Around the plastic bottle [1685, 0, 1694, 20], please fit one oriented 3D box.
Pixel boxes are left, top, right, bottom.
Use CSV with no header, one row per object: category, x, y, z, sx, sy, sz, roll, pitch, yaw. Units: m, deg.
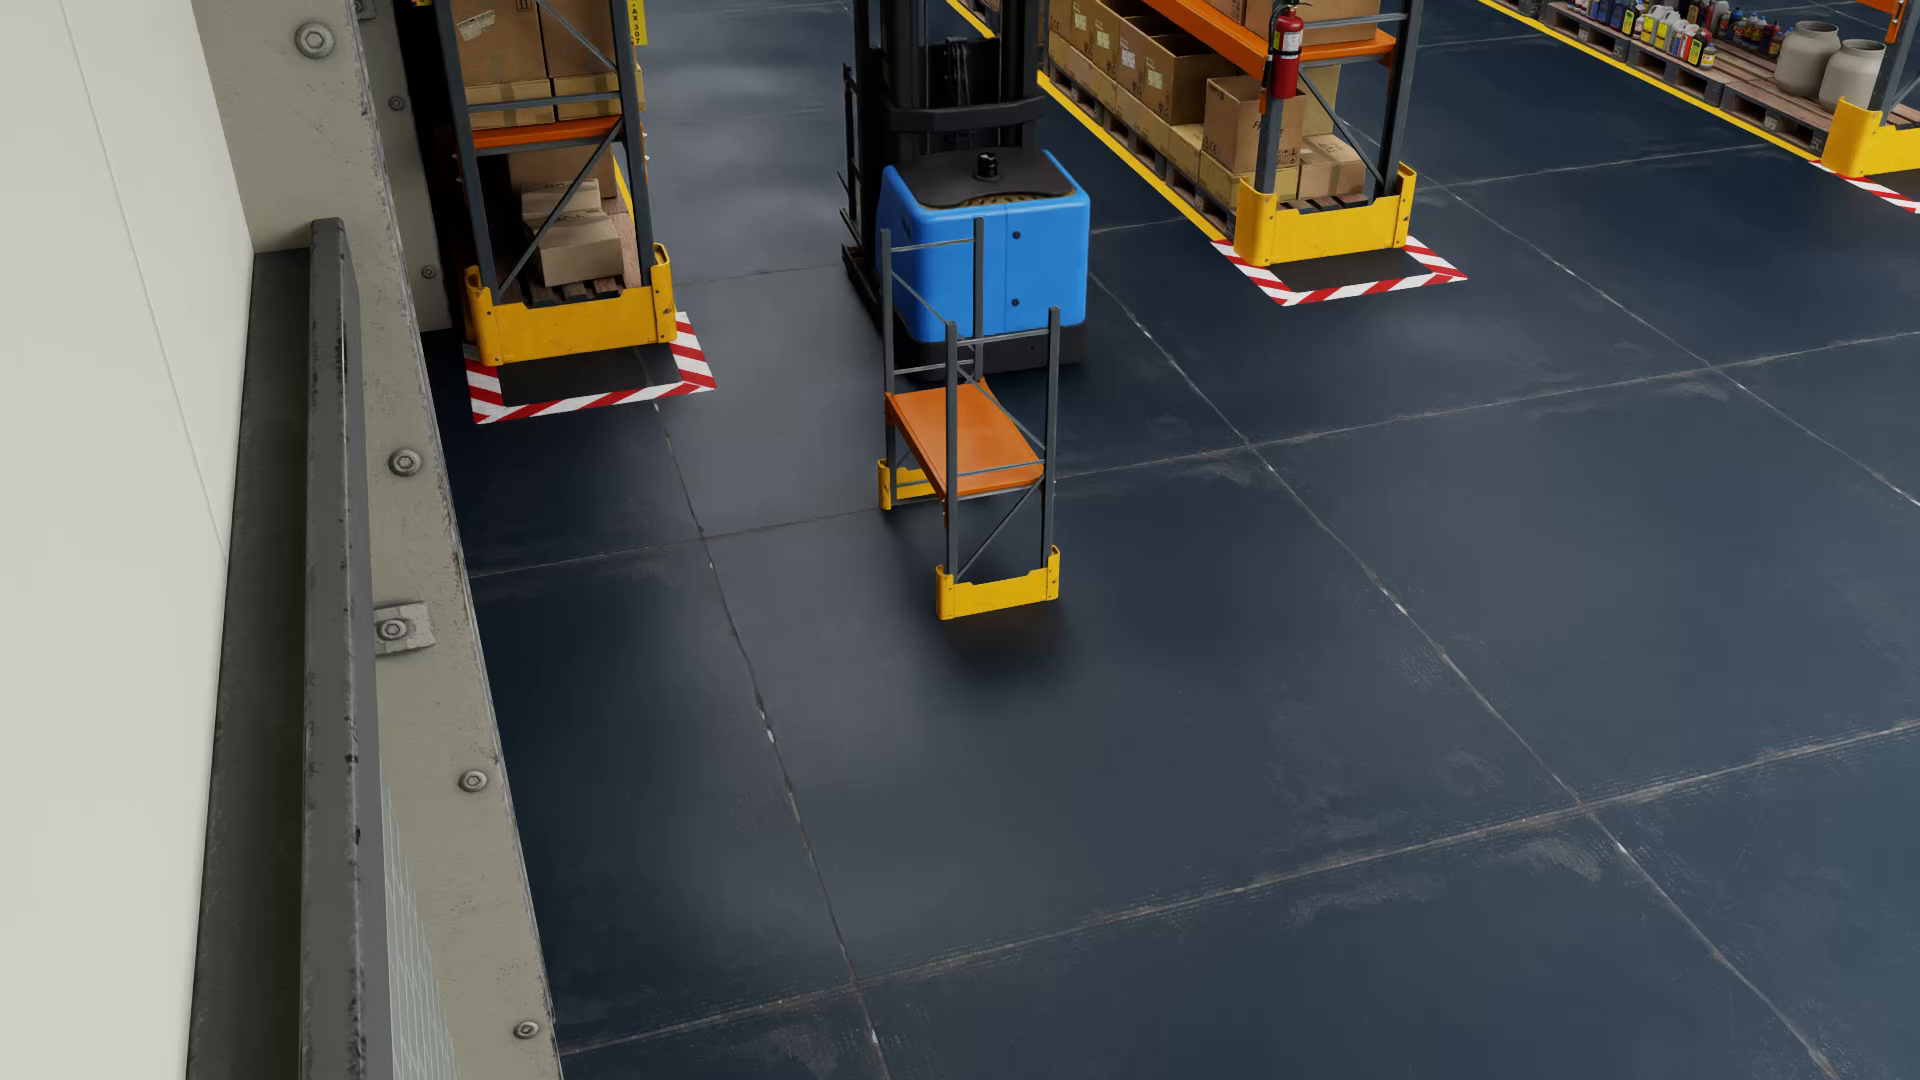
plastic bottle,6.544,-4.761,14.799,0.061,0.283,0.133,-8,34,-12

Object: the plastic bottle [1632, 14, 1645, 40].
plastic bottle,5.898,-4.450,14.403,0.097,0.201,0.097,0,33,0

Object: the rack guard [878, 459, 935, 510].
rack guard,-0.129,-0.326,8.516,0.587,0.250,0.087,-10,35,-15

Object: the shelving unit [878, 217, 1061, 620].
shelving unit,0.023,-0.586,7.776,0.587,1.500,1.083,-10,35,-15

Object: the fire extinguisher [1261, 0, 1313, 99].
fire extinguisher,2.021,-3.076,10.254,0.296,0.674,0.183,-10,35,-15

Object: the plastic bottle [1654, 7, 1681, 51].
plastic bottle,6.020,-4.345,14.108,0.144,0.351,0.185,-9,34,-13

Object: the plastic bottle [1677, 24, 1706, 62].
plastic bottle,6.117,-4.154,13.887,0.152,0.276,0.135,-10,35,-14

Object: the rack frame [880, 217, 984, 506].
rack frame,-0.129,-0.848,8.173,0.500,1.500,0.032,-10,35,-15

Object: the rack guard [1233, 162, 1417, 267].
rack guard,2.434,-2.193,11.115,1.175,0.500,0.348,-10,35,-15

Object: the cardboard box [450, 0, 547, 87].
cardboard box,-2.636,-2.884,9.331,0.500,0.500,0.500,-10,35,-15

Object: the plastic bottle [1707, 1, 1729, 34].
plastic bottle,6.599,-4.581,14.533,0.152,0.276,0.135,-9,35,-14

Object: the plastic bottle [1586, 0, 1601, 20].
plastic bottle,5.730,-4.821,14.896,0.152,0.276,0.135,-9,34,-13

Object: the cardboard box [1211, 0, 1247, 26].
cardboard box,2.132,-3.812,11.208,0.700,0.500,0.500,-9,35,-13

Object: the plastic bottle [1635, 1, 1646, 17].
plastic bottle,5.914,-4.561,14.508,0.097,0.271,0.097,0,33,0

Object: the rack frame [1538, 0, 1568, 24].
rack frame,5.925,-6.180,14.881,1.000,3.000,0.127,-10,35,-15

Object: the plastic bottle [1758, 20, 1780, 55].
plastic bottle,6.837,-4.256,14.035,0.061,0.283,0.133,-9,35,-14

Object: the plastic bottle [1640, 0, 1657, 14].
plastic bottle,6.259,-4.944,15.015,0.144,0.351,0.185,-10,35,-15

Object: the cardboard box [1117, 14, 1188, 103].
cardboard box,1.510,-3.606,12.420,0.500,0.500,0.500,-10,35,-15

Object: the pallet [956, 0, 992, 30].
pallet,0.569,-5.207,15.939,1.003,0.211,1.213,-10,35,-15

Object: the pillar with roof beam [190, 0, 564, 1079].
pillar with roof beam,2.603,-2.712,4.192,9.100,9.000,0.400,-10,35,-15

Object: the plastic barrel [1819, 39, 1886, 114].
plastic barrel,6.872,-3.549,12.776,0.421,0.512,0.421,0,33,0

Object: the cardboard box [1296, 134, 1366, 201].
cardboard box,2.475,-2.596,11.570,0.500,0.250,0.500,-10,35,-15

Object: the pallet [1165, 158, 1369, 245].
pallet,2.154,-2.480,11.811,1.003,0.211,1.213,-10,35,-15

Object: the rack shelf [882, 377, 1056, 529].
rack shelf,0.026,-0.431,7.868,0.538,0.185,1.000,-10,35,-15

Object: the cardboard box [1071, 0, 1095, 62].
cardboard box,1.210,-4.132,13.216,0.500,0.500,0.500,-10,35,-15

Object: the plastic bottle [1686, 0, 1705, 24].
plastic bottle,6.463,-4.639,14.615,0.061,0.283,0.133,-10,35,-15

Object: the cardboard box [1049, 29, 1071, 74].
cardboard box,1.059,-4.082,13.820,0.500,0.250,0.500,-10,35,-15

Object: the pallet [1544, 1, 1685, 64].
pallet,6.090,-4.657,15.106,1.003,0.211,1.213,-10,35,-15

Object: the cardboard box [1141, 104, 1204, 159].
cardboard box,1.664,-3.031,12.230,0.500,0.250,0.500,-10,35,-15

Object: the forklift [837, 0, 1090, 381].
forklift,-0.144,-2.936,10.035,1.130,2.935,3.031,-9,34,-13

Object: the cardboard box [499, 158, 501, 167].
cardboard box,-3.041,-2.665,11.749,0.380,0.149,0.250,-13,36,-19

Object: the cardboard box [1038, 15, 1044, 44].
cardboard box,0.804,-4.546,14.521,0.500,0.250,0.500,-10,35,-15

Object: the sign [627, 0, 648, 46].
sign,-1.773,-2.866,9.081,0.100,0.325,0.005,-10,35,-15

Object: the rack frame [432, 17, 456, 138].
rack frame,-3.510,-4.514,12.360,1.000,3.000,0.127,-10,35,-15

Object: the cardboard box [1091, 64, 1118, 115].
cardboard box,1.355,-3.555,13.023,0.500,0.250,0.500,-10,35,-15

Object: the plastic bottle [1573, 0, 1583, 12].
plastic bottle,5.636,-4.901,15.086,0.097,0.201,0.097,0,33,0

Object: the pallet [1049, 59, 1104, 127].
pallet,1.409,-3.761,13.750,1.003,0.211,1.213,-10,35,-15

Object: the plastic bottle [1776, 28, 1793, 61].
plastic bottle,6.889,-4.129,13.854,0.097,0.271,0.097,0,33,0

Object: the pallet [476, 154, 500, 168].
pallet,-3.271,-3.004,12.604,1.003,0.211,1.213,-10,35,-15

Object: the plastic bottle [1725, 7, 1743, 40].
plastic bottle,6.692,-4.468,14.366,0.097,0.271,0.097,0,33,0

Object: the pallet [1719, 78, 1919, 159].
pallet,6.835,-3.376,13.167,1.003,0.211,1.213,-10,35,-15

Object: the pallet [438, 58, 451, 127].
pallet,-3.749,-3.759,13.747,1.003,0.211,1.213,-10,35,-15

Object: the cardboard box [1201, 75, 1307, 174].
cardboard box,1.980,-2.821,11.231,0.500,0.500,0.500,-10,35,-15

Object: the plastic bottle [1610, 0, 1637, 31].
plastic bottle,5.834,-4.665,14.593,0.144,0.351,0.185,-11,35,-17

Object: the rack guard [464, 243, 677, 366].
rack guard,-2.313,-1.411,9.931,1.175,0.500,0.348,-10,35,-15

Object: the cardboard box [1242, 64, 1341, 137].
cardboard box,2.321,-3.171,11.760,0.500,0.500,0.500,-10,35,-15

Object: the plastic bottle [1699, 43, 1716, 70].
plastic bottle,6.168,-3.986,13.701,0.097,0.201,0.097,0,33,0

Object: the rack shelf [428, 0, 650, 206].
rack shelf,-2.900,-3.163,10.969,1.077,0.370,4.000,-10,35,-15

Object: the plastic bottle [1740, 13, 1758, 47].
plastic bottle,6.754,-4.362,14.205,0.097,0.271,0.097,0,33,0

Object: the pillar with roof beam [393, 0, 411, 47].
pillar with roof beam,-1.057,-9.013,13.727,9.100,9.000,0.400,-10,35,-15

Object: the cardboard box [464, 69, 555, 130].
cardboard box,-2.617,-2.572,9.540,0.500,0.250,0.500,-10,35,-14

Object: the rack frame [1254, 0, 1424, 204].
rack frame,2.427,-3.249,10.445,1.000,3.000,0.127,-10,35,-15

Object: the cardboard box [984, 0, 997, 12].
cardboard box,0.495,-5.080,15.330,0.500,0.250,0.500,-9,35,-14

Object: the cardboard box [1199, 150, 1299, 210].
cardboard box,1.982,-2.508,11.438,0.500,0.250,0.500,-10,35,-15

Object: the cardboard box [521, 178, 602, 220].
cardboard box,-2.589,-2.153,10.827,0.500,0.311,0.500,-7,34,-11
